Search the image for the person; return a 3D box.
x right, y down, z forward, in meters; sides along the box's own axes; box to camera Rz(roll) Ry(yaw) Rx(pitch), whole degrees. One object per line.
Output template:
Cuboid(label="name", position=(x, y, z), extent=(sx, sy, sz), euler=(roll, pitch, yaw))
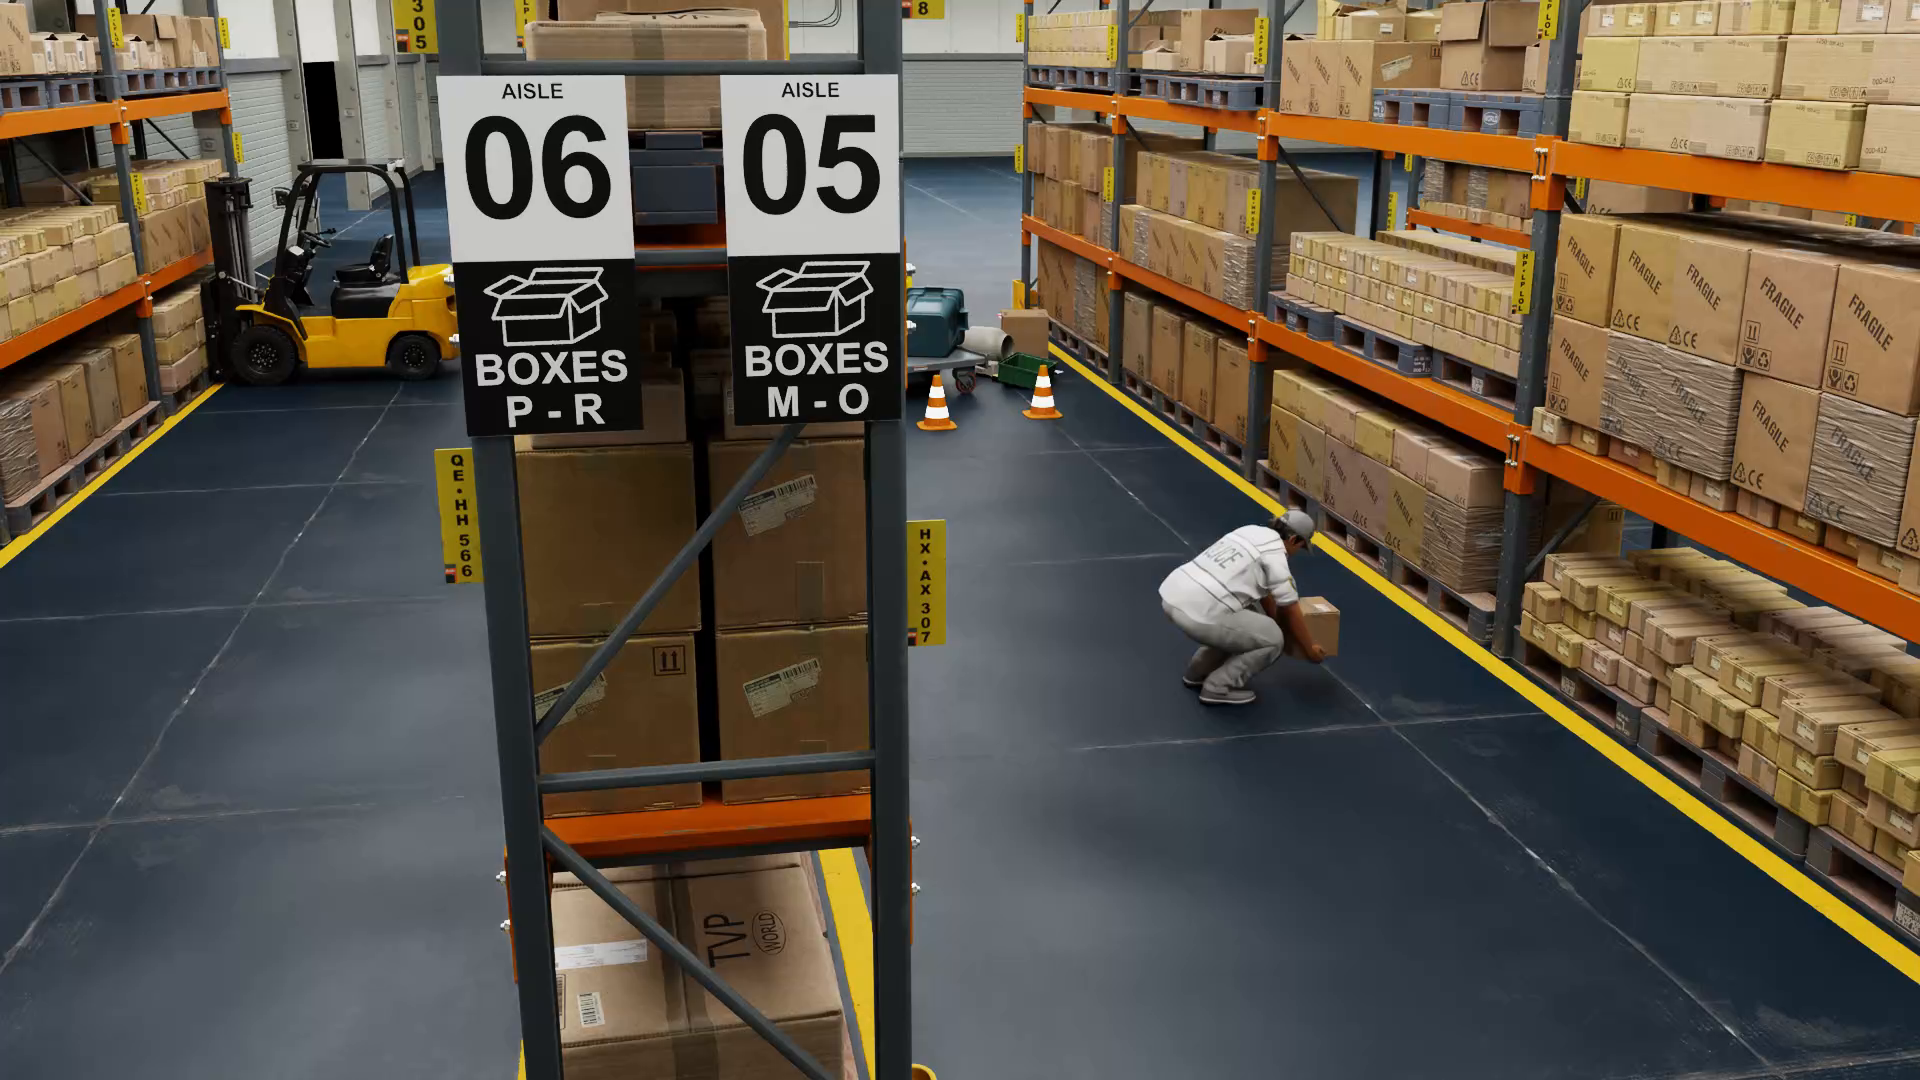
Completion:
Cuboid(label="person", position=(1.462, 0.336, 8.658), extent=(0.852, 0.959, 0.527), euler=(-3, 17, -11))
